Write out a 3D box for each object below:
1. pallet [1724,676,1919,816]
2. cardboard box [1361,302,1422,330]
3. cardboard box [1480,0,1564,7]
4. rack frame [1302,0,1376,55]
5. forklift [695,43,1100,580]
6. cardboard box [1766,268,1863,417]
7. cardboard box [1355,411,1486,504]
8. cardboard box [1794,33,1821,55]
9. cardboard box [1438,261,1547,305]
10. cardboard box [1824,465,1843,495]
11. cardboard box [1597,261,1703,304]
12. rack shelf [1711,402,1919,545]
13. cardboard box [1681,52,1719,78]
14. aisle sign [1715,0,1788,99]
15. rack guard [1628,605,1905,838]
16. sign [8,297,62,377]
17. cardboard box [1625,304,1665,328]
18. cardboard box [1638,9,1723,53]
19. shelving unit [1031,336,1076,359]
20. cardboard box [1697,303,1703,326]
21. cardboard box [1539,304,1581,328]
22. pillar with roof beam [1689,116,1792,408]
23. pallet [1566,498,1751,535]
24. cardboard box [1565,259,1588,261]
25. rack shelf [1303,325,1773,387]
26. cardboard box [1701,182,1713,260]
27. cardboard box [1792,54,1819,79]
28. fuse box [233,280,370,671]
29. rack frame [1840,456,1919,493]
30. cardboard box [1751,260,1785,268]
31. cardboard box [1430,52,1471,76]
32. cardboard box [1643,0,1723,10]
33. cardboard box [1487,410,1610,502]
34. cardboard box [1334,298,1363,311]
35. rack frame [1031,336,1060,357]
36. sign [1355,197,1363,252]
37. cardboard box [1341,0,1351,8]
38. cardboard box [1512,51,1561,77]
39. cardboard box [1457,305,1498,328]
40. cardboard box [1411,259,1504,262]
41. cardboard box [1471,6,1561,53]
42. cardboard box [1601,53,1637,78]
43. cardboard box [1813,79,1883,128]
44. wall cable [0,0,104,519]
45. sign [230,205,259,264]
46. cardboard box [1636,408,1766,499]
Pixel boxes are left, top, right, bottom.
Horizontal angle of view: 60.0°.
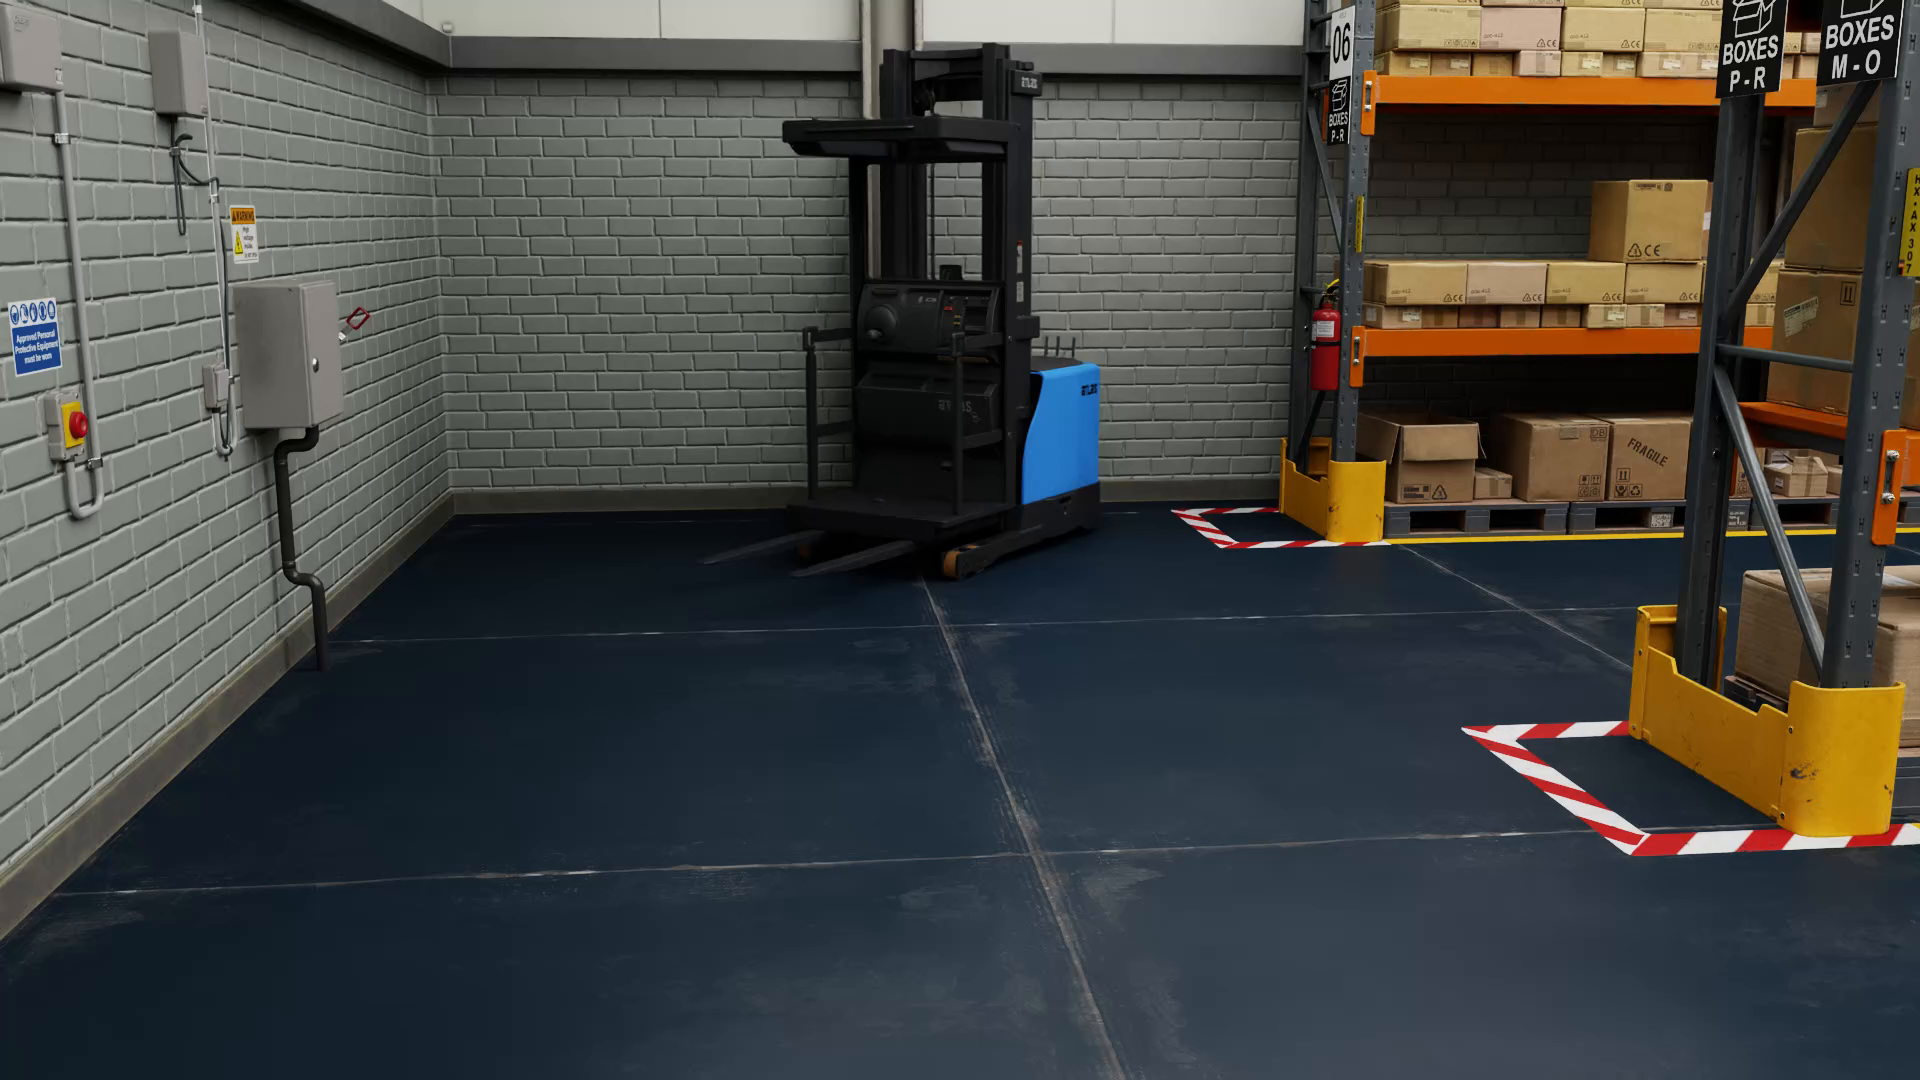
[{"bbox_3d":[3.655,0.721,6.152,1.213,0.211,1.003,-1,11,-6],"label":"pallet"},{"bbox_3d":[2.685,-1.398,10.355,0.250,0.149,0.380,-1,11,-7],"label":"cardboard box"},{"bbox_3d":[3.304,-3.325,10.049,0.500,0.250,0.500,-1,11,-6],"label":"cardboard box"},{"bbox_3d":[2.328,-4.511,9.985,0.127,3.000,1.000,-1,11,-6],"label":"rack frame"},{"bbox_3d":[-0.299,-1.317,9.467,1.130,2.935,3.031,7,13,31],"label":"forklift"},{"bbox_3d":[3.319,-0.725,6.022,0.500,0.500,0.500,-1,11,-6],"label":"cardboard box"},{"bbox_3d":[2.947,-0.543,10.736,0.637,0.503,0.797,-2,11,-8],"label":"cardboard box"},{"bbox_3d":[5.337,-3.124,10.323,0.500,0.250,0.500,-2,11,-8],"label":"cardboard box"},{"bbox_3d":[3.310,-1.608,10.388,0.500,0.250,0.500,-1,11,-5],"label":"cardboard box"},{"bbox_3d":[5.783,-0.390,10.877,0.250,0.149,0.380,-2,11,-8],"label":"cardboard box"},{"bbox_3d":[4.319,-1.634,10.520,0.500,0.250,0.500,-1,11,-8],"label":"cardboard box"},{"bbox_3d":[4.856,-0.304,6.003,4.000,0.370,1.077,-1,11,-6],"label":"rack shelf"},{"bbox_3d":[4.452,-2.897,10.204,0.250,0.149,0.380,-1,11,-5],"label":"cardboard box"},{"bbox_3d":[2.763,-1.949,5.766,0.004,0.787,0.394,-1,11,-6],"label":"aisle sign"},{"bbox_3d":[2.844,0.612,5.961,0.348,0.500,1.175,-1,11,-6],"label":"rack guard"},{"bbox_3d":[-2.791,-0.615,5.022,0.001,0.218,0.327,-1,11,-6],"label":"sign"},{"bbox_3d":[4.230,-1.425,10.491,0.250,0.149,0.380,-1,11,-5],"label":"cardboard box"},{"bbox_3d":[4.324,-3.106,10.234,0.500,0.250,0.500,-1,11,-7],"label":"cardboard box"},{"bbox_3d":[0.573,-0.754,11.059,0.258,1.200,0.189,9,8,37],"label":"shelving unit"},{"bbox_3d":[4.720,-1.458,10.658,0.250,0.149,0.380,-1,11,-5],"label":"cardboard box"},{"bbox_3d":[3.711,-1.425,10.490,0.250,0.149,0.380,-1,11,-5],"label":"cardboard box"},{"bbox_3d":[5.980,-3.927,7.015,0.400,9.000,9.100,-1,11,-6],"label":"pillar with roof beam"},{"bbox_3d":[4.406,-0.242,11.052,1.213,0.211,1.003,-1,11,-6],"label":"pallet"},{"bbox_3d":[4.282,-1.731,11.014,0.500,0.250,0.500,-1,11,-6],"label":"cardboard box"},{"bbox_3d":[4.317,-1.256,10.845,4.000,0.370,1.077,-1,11,-6],"label":"rack shelf"},{"bbox_3d":[4.796,-2.111,11.003,0.500,0.500,0.500,-2,11,-8],"label":"cardboard box"},{"bbox_3d":[5.223,-2.922,10.332,0.250,0.149,0.380,-1,11,-6],"label":"cardboard box"},{"bbox_3d":[-2.817,-0.267,7.291,0.414,1.711,0.539,-1,11,-6],"label":"fuse box"},{"bbox_3d":[6.305,-1.651,10.988,0.127,3.000,1.000,-1,11,-6],"label":"rack frame"},{"bbox_3d":[5.329,-1.652,10.614,0.500,0.250,0.500,-1,11,-6],"label":"cardboard box"},{"bbox_3d":[2.928,-2.888,10.159,0.250,0.149,0.380,-1,11,-5],"label":"cardboard box"},{"bbox_3d":[4.308,-3.350,10.180,0.500,0.250,0.500,-1,11,-5],"label":"cardboard box"},{"bbox_3d":[3.801,-0.552,10.789,0.500,0.500,0.700,-1,11,-4],"label":"cardboard box"},{"bbox_3d":[2.629,-1.502,10.885,0.250,0.149,0.380,-1,11,-7],"label":"cardboard box"},{"bbox_3d":[0.517,-0.751,10.986,0.240,1.200,0.006,9,8,37],"label":"rack frame"},{"bbox_3d":[2.387,-1.888,9.951,0.005,0.325,0.100,-1,11,-6],"label":"sign"},{"bbox_3d":[2.740,-3.419,10.531,0.500,0.250,0.500,-2,11,-8],"label":"cardboard box"},{"bbox_3d":[3.444,-2.876,10.095,0.250,0.149,0.380,-1,11,-5],"label":"cardboard box"},{"bbox_3d":[3.190,-1.424,10.489,0.250,0.149,0.380,-1,11,-7],"label":"cardboard box"},{"bbox_3d":[3.270,-1.711,10.911,0.500,0.250,0.500,-1,11,-6],"label":"cardboard box"},{"bbox_3d":[3.302,-3.083,10.114,0.500,0.250,0.500,-1,11,-5],"label":"cardboard box"},{"bbox_3d":[3.943,-2.900,10.217,0.250,0.149,0.380,-1,11,-7],"label":"cardboard box"},{"bbox_3d":[3.203,-1.519,5.787,0.250,0.149,0.380,-1,11,-5],"label":"cardboard box"},{"bbox_3d":[-2.735,-1.007,5.001,0.123,1.953,0.585,-1,11,-6],"label":"wall cable"},{"bbox_3d":[-3.017,-1.290,7.011,0.001,0.242,0.339,-1,11,-6],"label":"sign"},{"bbox_3d":[4.833,-0.573,10.899,0.500,0.500,0.700,-2,11,-8],"label":"cardboard box"}]
